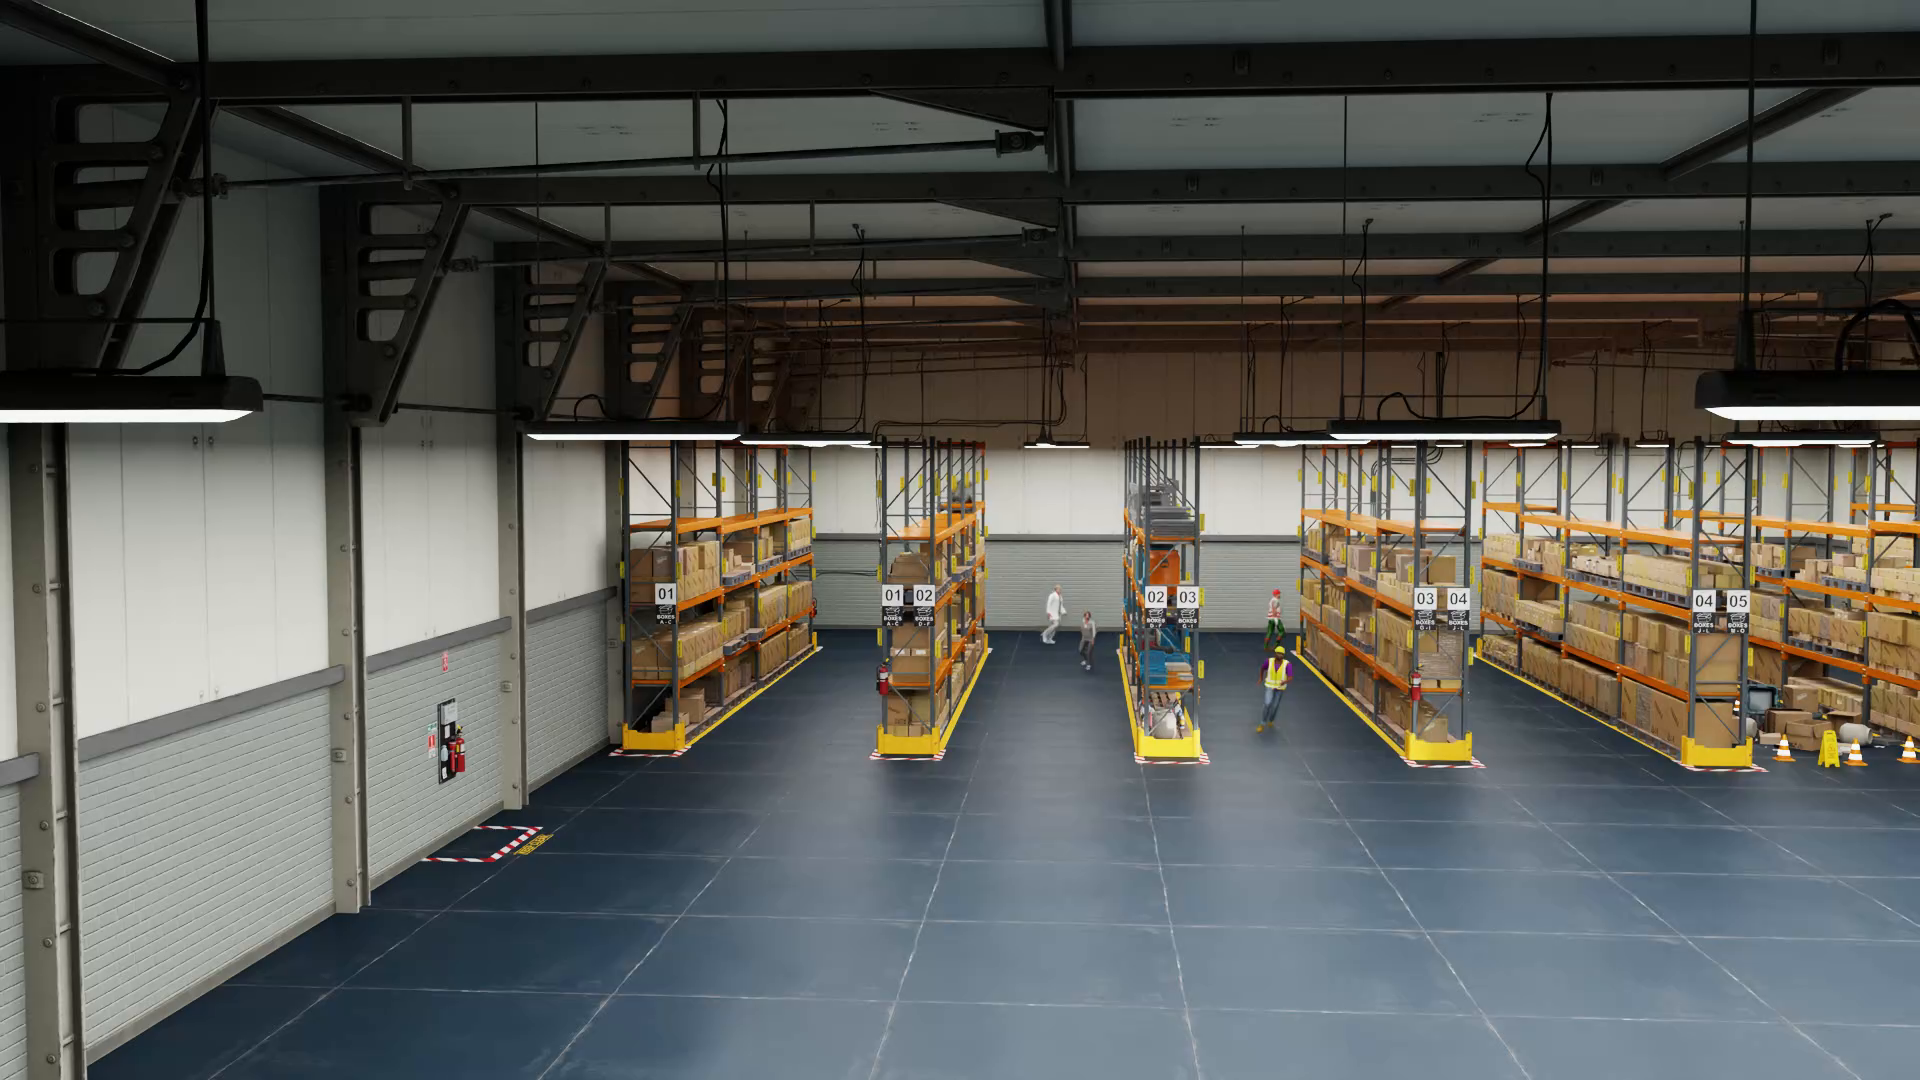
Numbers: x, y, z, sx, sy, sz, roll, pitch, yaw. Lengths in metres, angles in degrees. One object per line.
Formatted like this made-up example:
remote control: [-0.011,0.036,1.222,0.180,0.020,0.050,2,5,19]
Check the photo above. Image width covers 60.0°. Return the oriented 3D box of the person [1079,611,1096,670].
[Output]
person: [3.347,2.626,43.616,0.578,1.566,0.492,2,4,34]

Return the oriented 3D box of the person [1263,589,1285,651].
person: [8.983,2.306,47.503,0.659,1.803,0.626,-1,3,-21]

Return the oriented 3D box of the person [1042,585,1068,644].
person: [2.808,2.205,49.307,0.646,1.724,0.741,2,4,34]

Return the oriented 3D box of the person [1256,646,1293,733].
person: [6.411,3.022,33.887,0.743,1.735,0.833,0,3,9]
